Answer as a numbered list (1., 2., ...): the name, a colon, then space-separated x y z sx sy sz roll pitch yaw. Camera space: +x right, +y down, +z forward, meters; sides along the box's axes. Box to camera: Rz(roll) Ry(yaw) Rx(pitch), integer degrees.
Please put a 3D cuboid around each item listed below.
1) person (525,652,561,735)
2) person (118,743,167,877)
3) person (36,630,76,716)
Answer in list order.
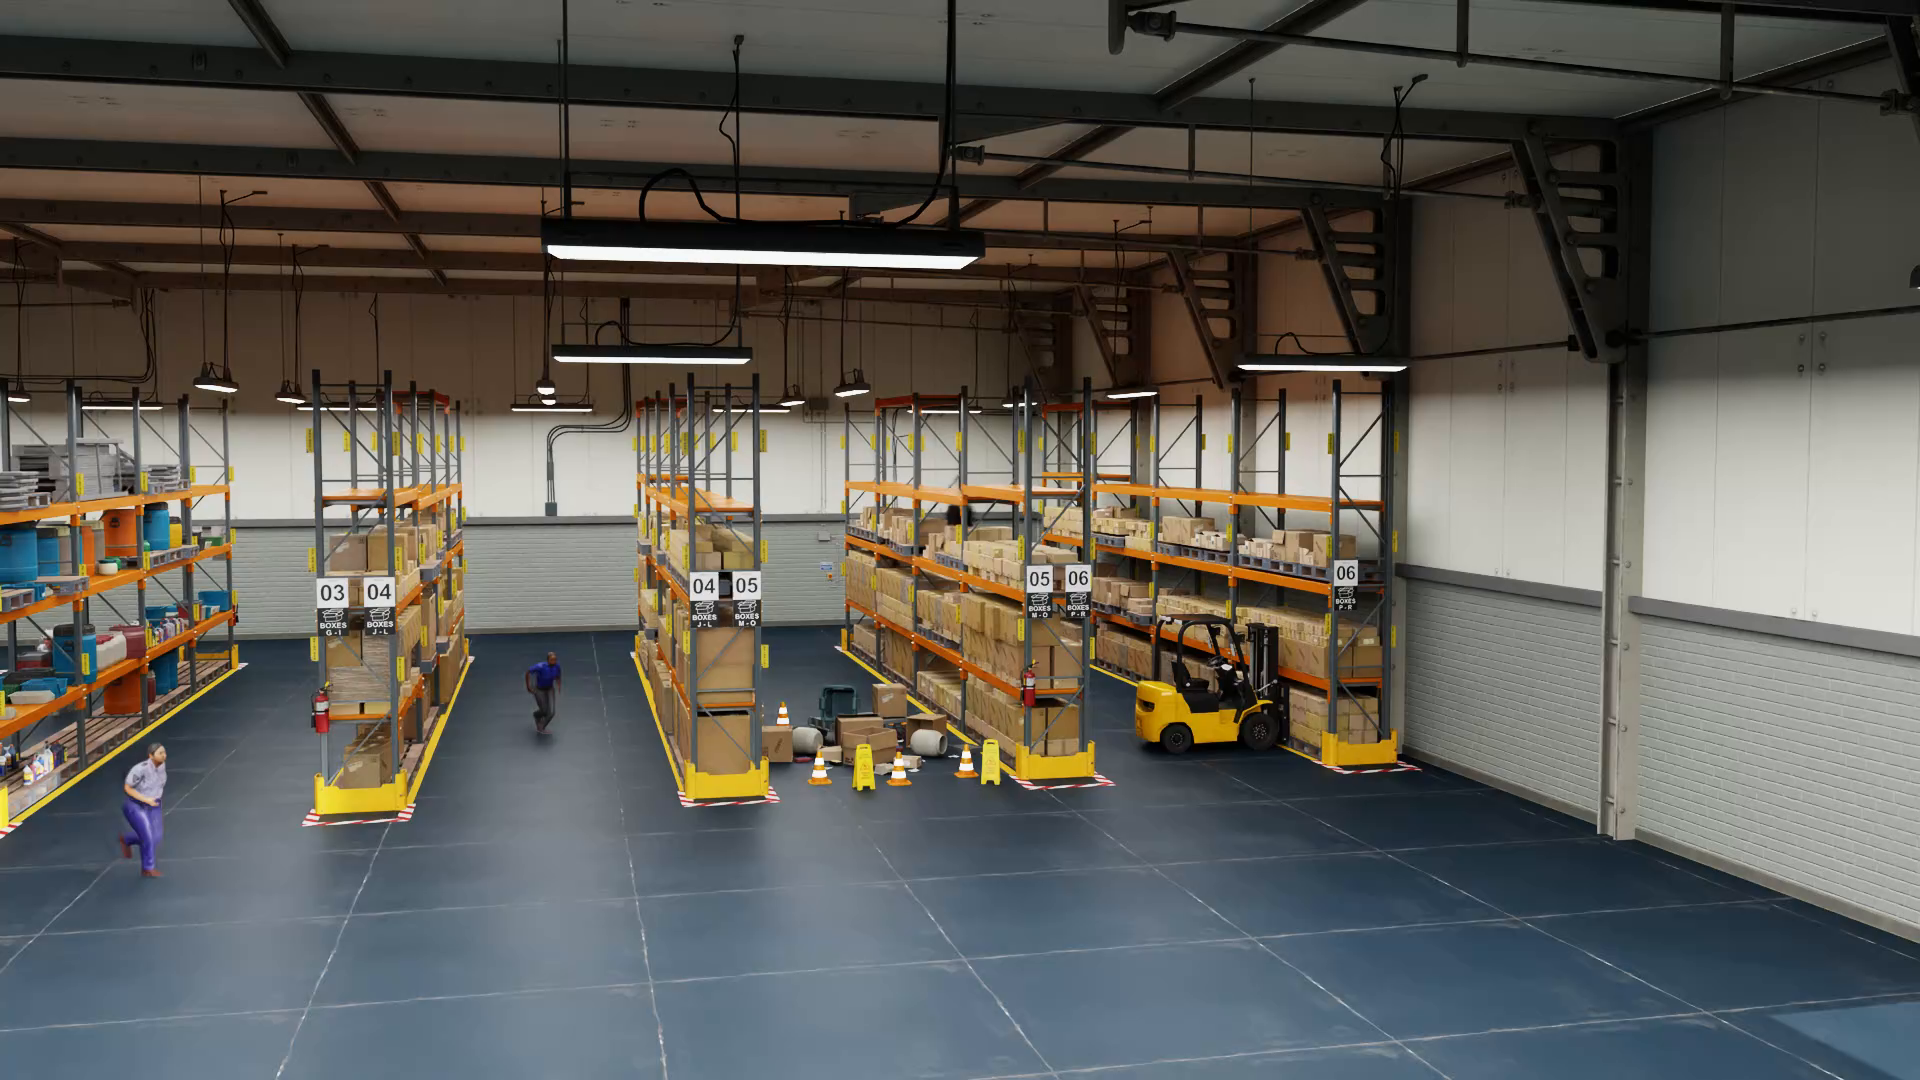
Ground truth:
1. person: -7.145 2.629 28.536 0.598 1.478 0.742 -3 4 -39
2. person: -9.493 3.127 19.275 0.732 1.594 0.598 1 4 22
3. person: -16.600 2.427 30.562 0.689 1.629 0.912 -2 4 -31
